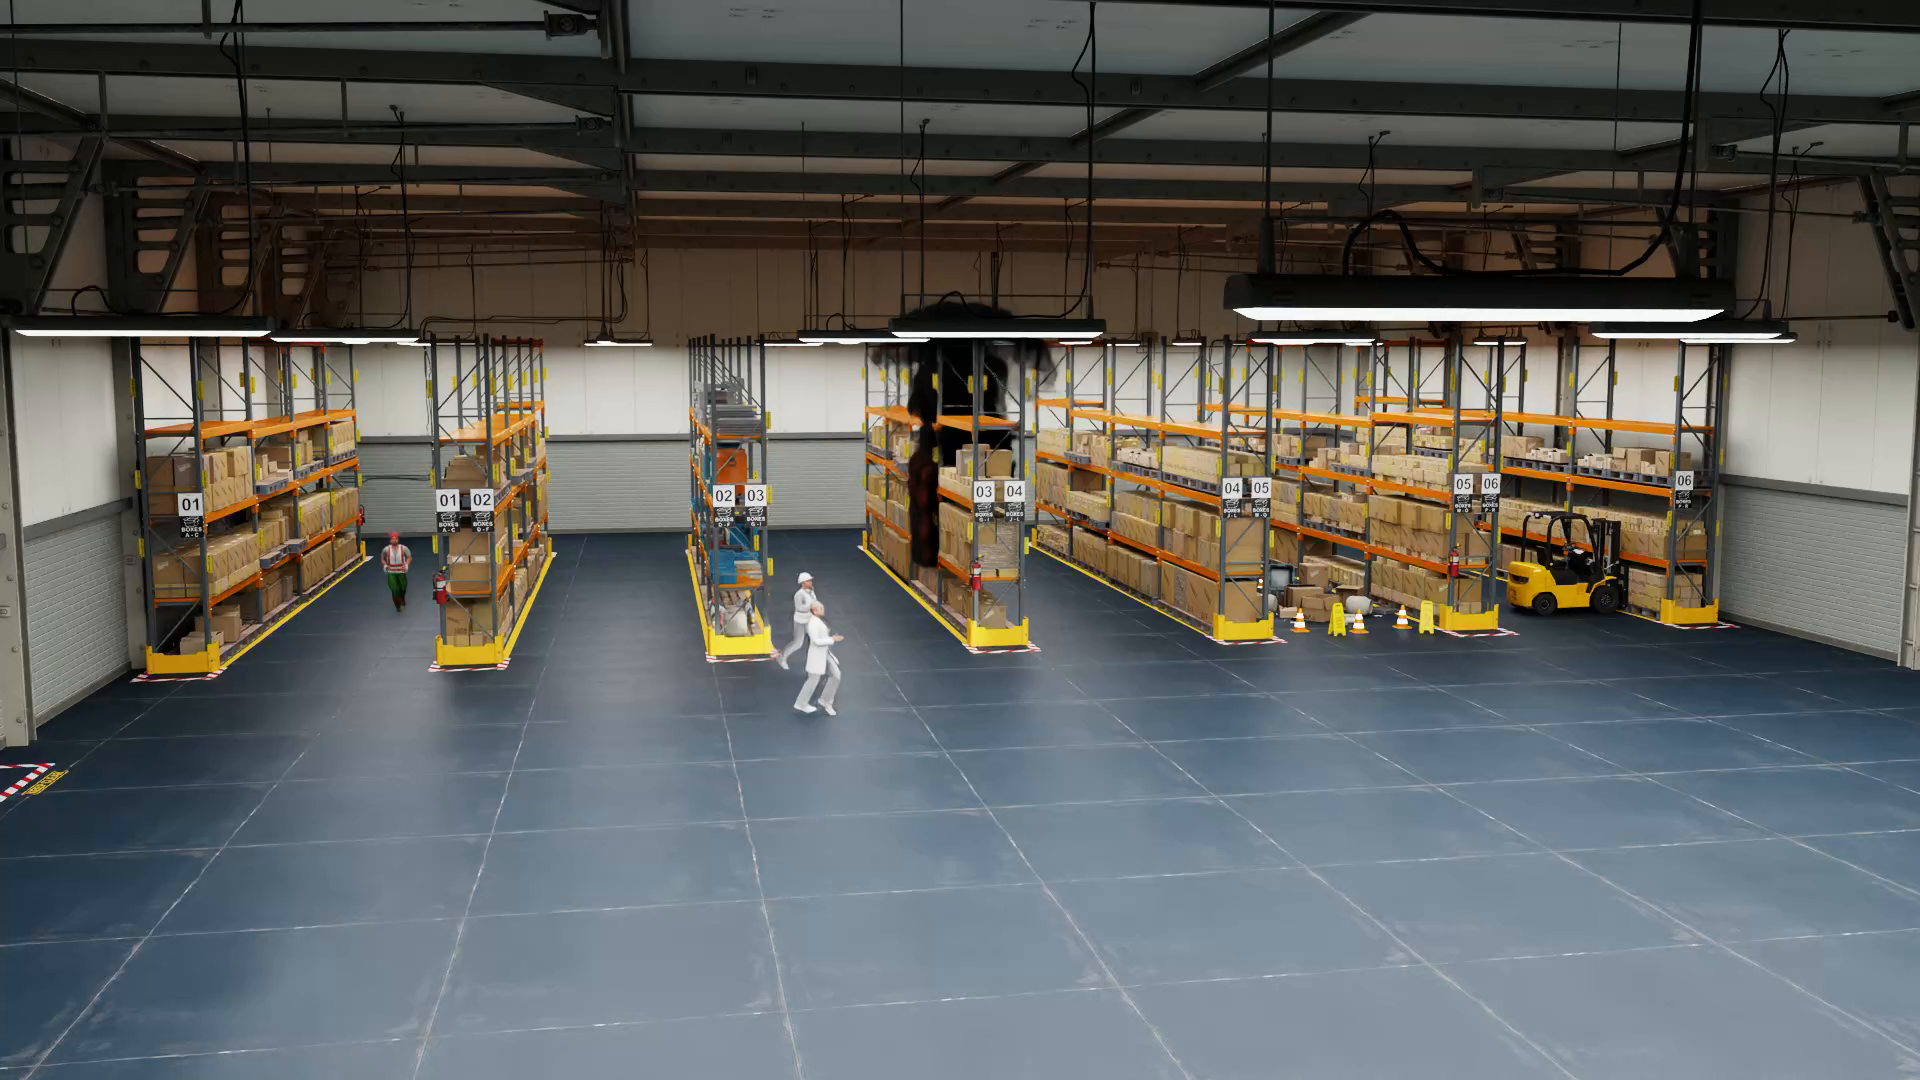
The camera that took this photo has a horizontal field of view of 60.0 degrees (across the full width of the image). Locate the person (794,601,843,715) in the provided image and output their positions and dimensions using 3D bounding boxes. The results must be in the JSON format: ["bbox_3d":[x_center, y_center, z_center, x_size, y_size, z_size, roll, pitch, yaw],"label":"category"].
[{"bbox_3d":[-2.208,1.869,26.058,0.812,1.834,0.672,2,7,16],"label":"person"}]

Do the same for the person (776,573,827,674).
[{"bbox_3d":[-2.790,1.471,29.477,0.943,1.812,0.665,3,7,26],"label":"person"}]

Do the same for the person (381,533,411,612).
[{"bbox_3d":[-12.290,0.705,36.267,0.636,1.741,0.586,-2,7,-17],"label":"person"}]
